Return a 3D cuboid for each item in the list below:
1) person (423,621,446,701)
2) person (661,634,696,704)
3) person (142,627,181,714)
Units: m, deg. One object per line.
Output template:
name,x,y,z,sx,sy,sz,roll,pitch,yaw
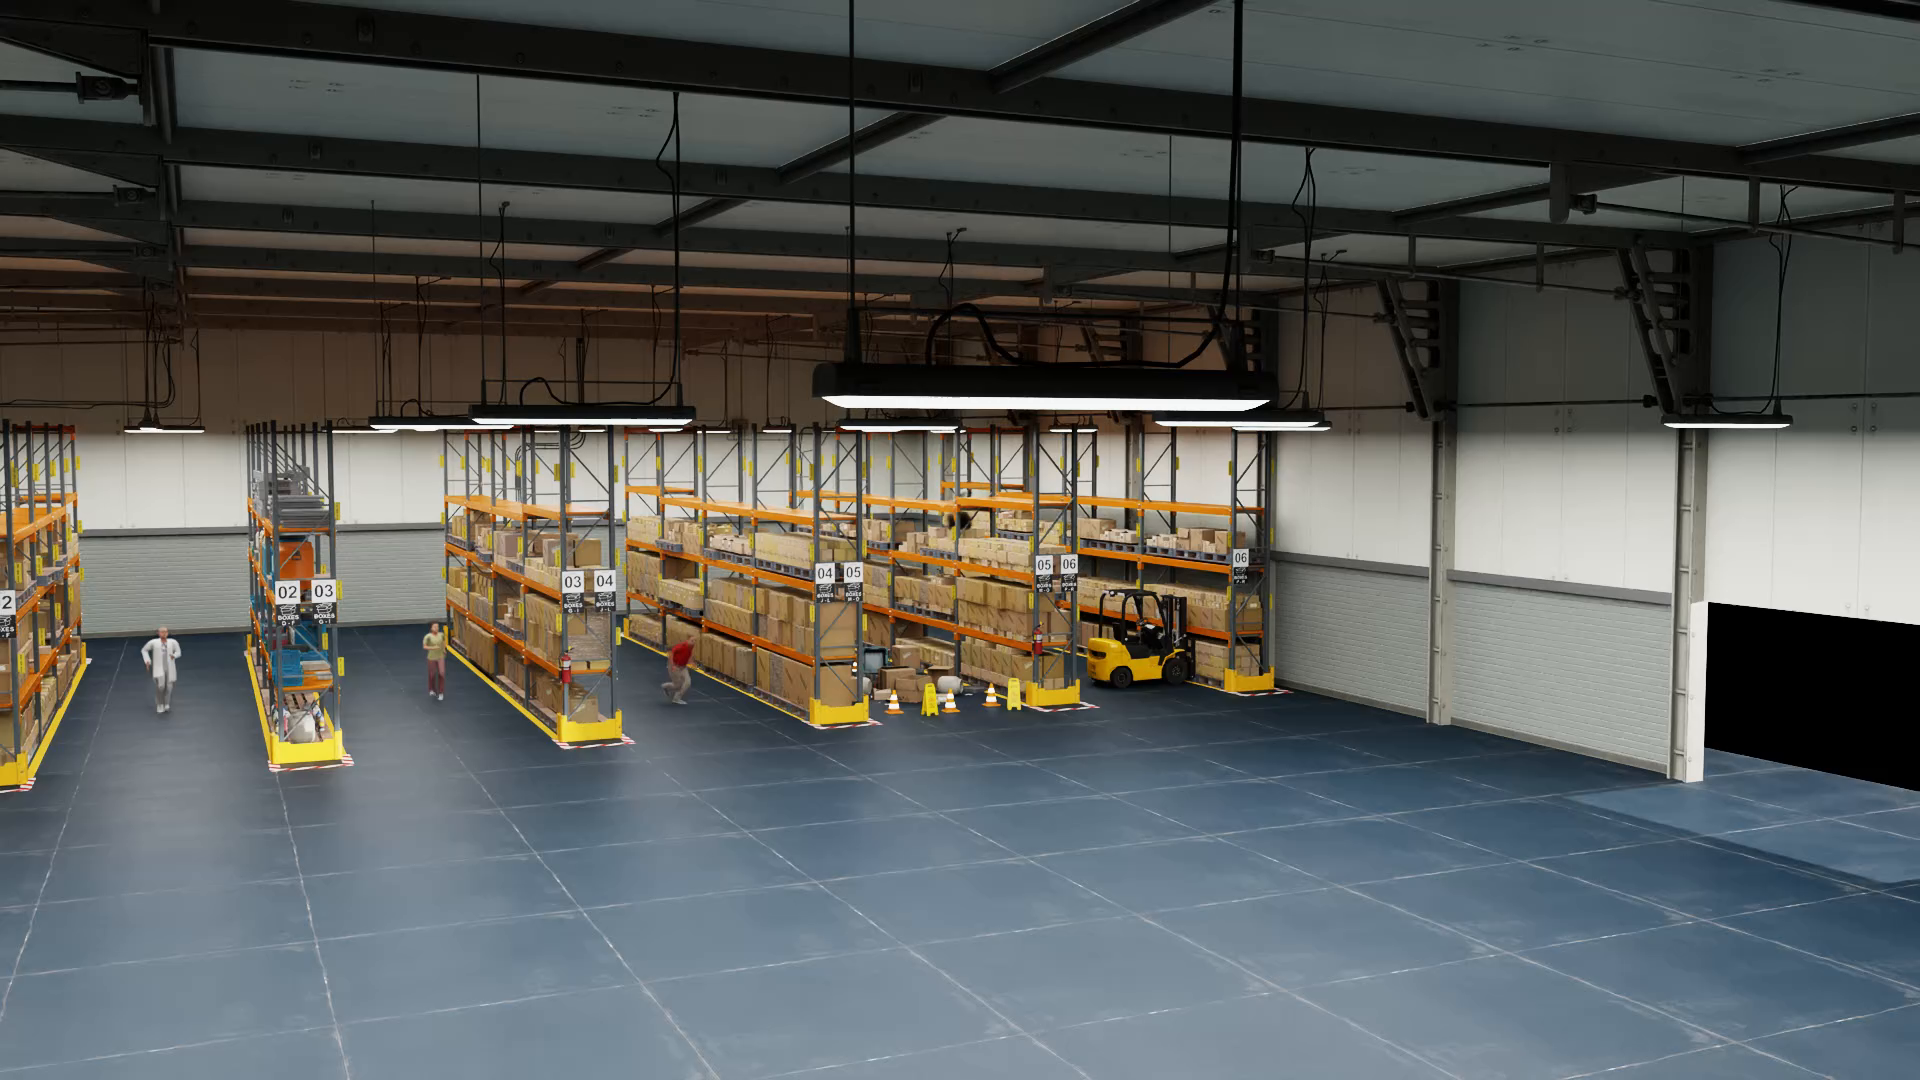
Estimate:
person,-11.437,2.621,36.212,0.520,1.722,0.824,-2,4,-27
person,-6.027,2.750,35.502,0.944,1.535,0.678,2,4,33
person,-16.450,2.693,34.342,0.702,1.791,0.746,-3,4,-37
